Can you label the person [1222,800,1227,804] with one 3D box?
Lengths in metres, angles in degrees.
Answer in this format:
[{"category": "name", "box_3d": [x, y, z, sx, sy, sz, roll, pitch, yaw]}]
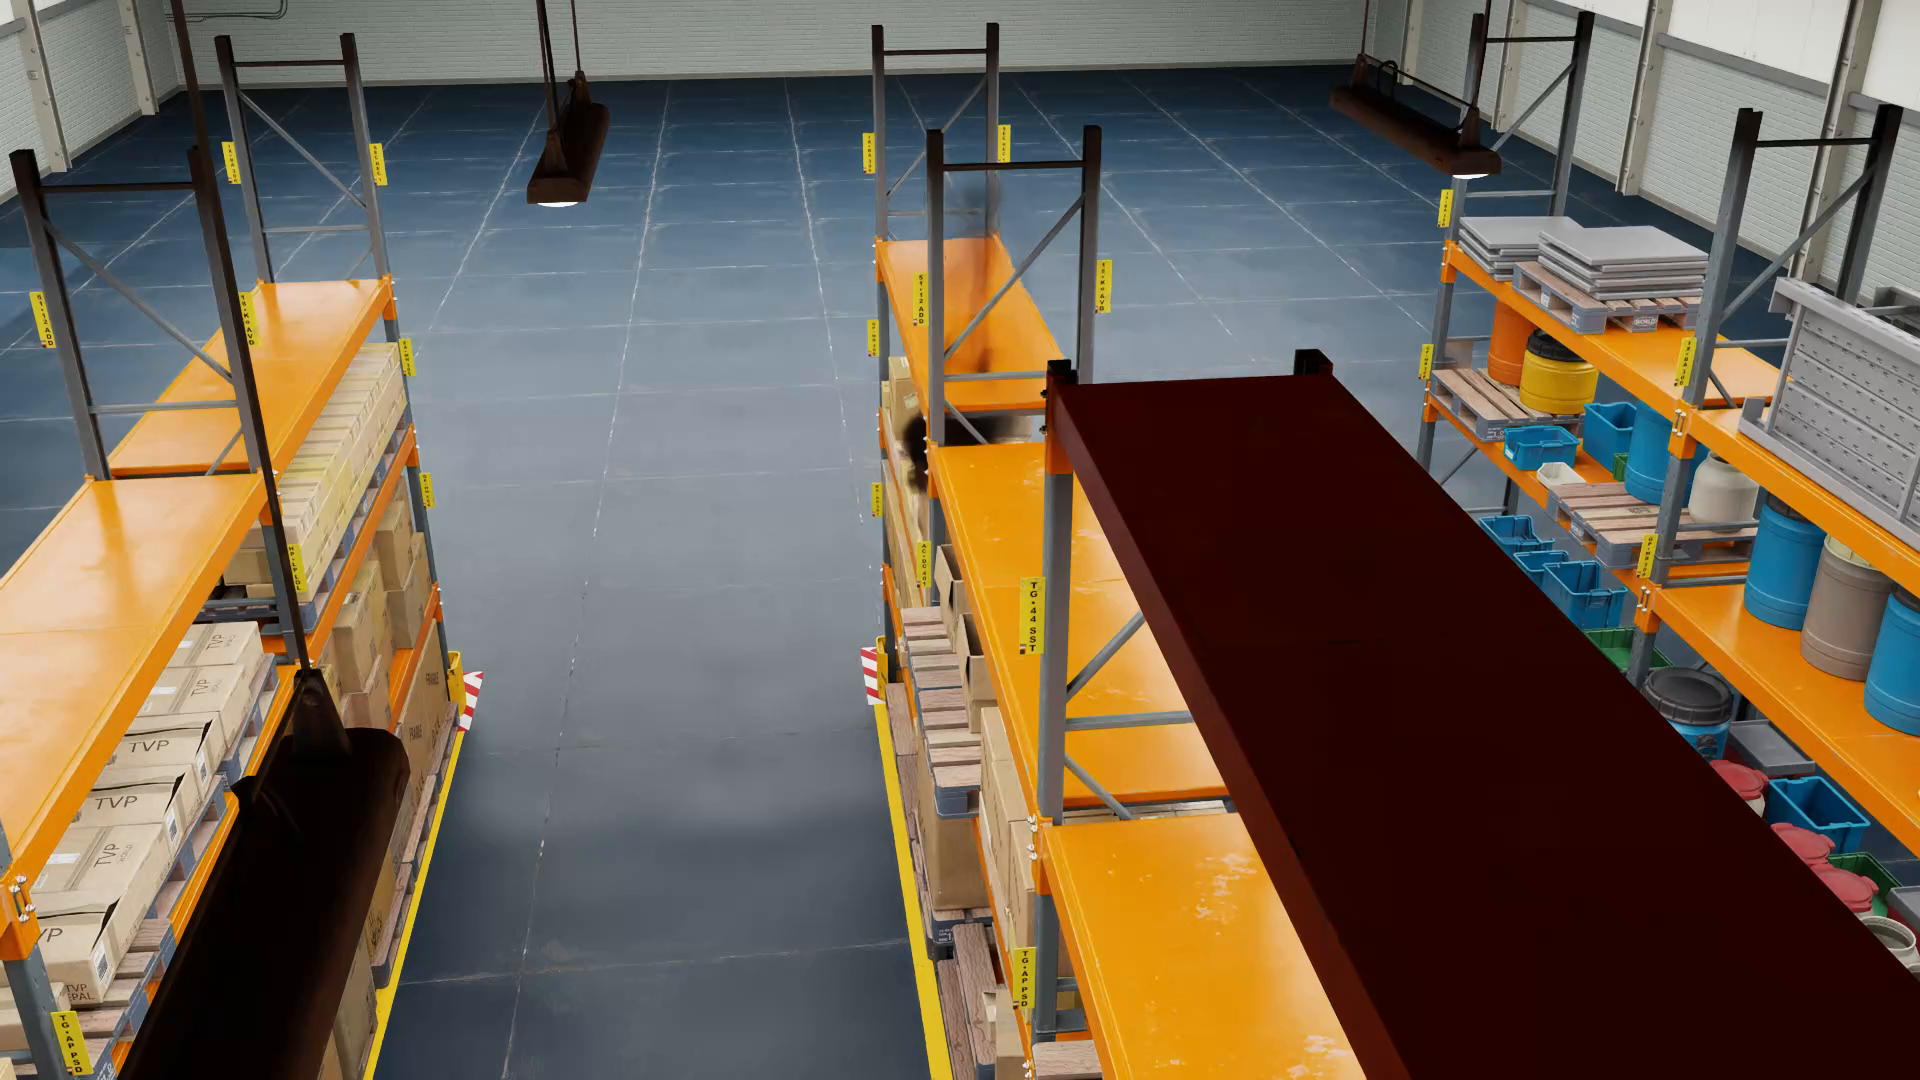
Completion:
[{"category": "person", "box_3d": [1.888, 1.855, 12.691, 0.661, 1.681, 0.585, -1, 26, -2]}]
